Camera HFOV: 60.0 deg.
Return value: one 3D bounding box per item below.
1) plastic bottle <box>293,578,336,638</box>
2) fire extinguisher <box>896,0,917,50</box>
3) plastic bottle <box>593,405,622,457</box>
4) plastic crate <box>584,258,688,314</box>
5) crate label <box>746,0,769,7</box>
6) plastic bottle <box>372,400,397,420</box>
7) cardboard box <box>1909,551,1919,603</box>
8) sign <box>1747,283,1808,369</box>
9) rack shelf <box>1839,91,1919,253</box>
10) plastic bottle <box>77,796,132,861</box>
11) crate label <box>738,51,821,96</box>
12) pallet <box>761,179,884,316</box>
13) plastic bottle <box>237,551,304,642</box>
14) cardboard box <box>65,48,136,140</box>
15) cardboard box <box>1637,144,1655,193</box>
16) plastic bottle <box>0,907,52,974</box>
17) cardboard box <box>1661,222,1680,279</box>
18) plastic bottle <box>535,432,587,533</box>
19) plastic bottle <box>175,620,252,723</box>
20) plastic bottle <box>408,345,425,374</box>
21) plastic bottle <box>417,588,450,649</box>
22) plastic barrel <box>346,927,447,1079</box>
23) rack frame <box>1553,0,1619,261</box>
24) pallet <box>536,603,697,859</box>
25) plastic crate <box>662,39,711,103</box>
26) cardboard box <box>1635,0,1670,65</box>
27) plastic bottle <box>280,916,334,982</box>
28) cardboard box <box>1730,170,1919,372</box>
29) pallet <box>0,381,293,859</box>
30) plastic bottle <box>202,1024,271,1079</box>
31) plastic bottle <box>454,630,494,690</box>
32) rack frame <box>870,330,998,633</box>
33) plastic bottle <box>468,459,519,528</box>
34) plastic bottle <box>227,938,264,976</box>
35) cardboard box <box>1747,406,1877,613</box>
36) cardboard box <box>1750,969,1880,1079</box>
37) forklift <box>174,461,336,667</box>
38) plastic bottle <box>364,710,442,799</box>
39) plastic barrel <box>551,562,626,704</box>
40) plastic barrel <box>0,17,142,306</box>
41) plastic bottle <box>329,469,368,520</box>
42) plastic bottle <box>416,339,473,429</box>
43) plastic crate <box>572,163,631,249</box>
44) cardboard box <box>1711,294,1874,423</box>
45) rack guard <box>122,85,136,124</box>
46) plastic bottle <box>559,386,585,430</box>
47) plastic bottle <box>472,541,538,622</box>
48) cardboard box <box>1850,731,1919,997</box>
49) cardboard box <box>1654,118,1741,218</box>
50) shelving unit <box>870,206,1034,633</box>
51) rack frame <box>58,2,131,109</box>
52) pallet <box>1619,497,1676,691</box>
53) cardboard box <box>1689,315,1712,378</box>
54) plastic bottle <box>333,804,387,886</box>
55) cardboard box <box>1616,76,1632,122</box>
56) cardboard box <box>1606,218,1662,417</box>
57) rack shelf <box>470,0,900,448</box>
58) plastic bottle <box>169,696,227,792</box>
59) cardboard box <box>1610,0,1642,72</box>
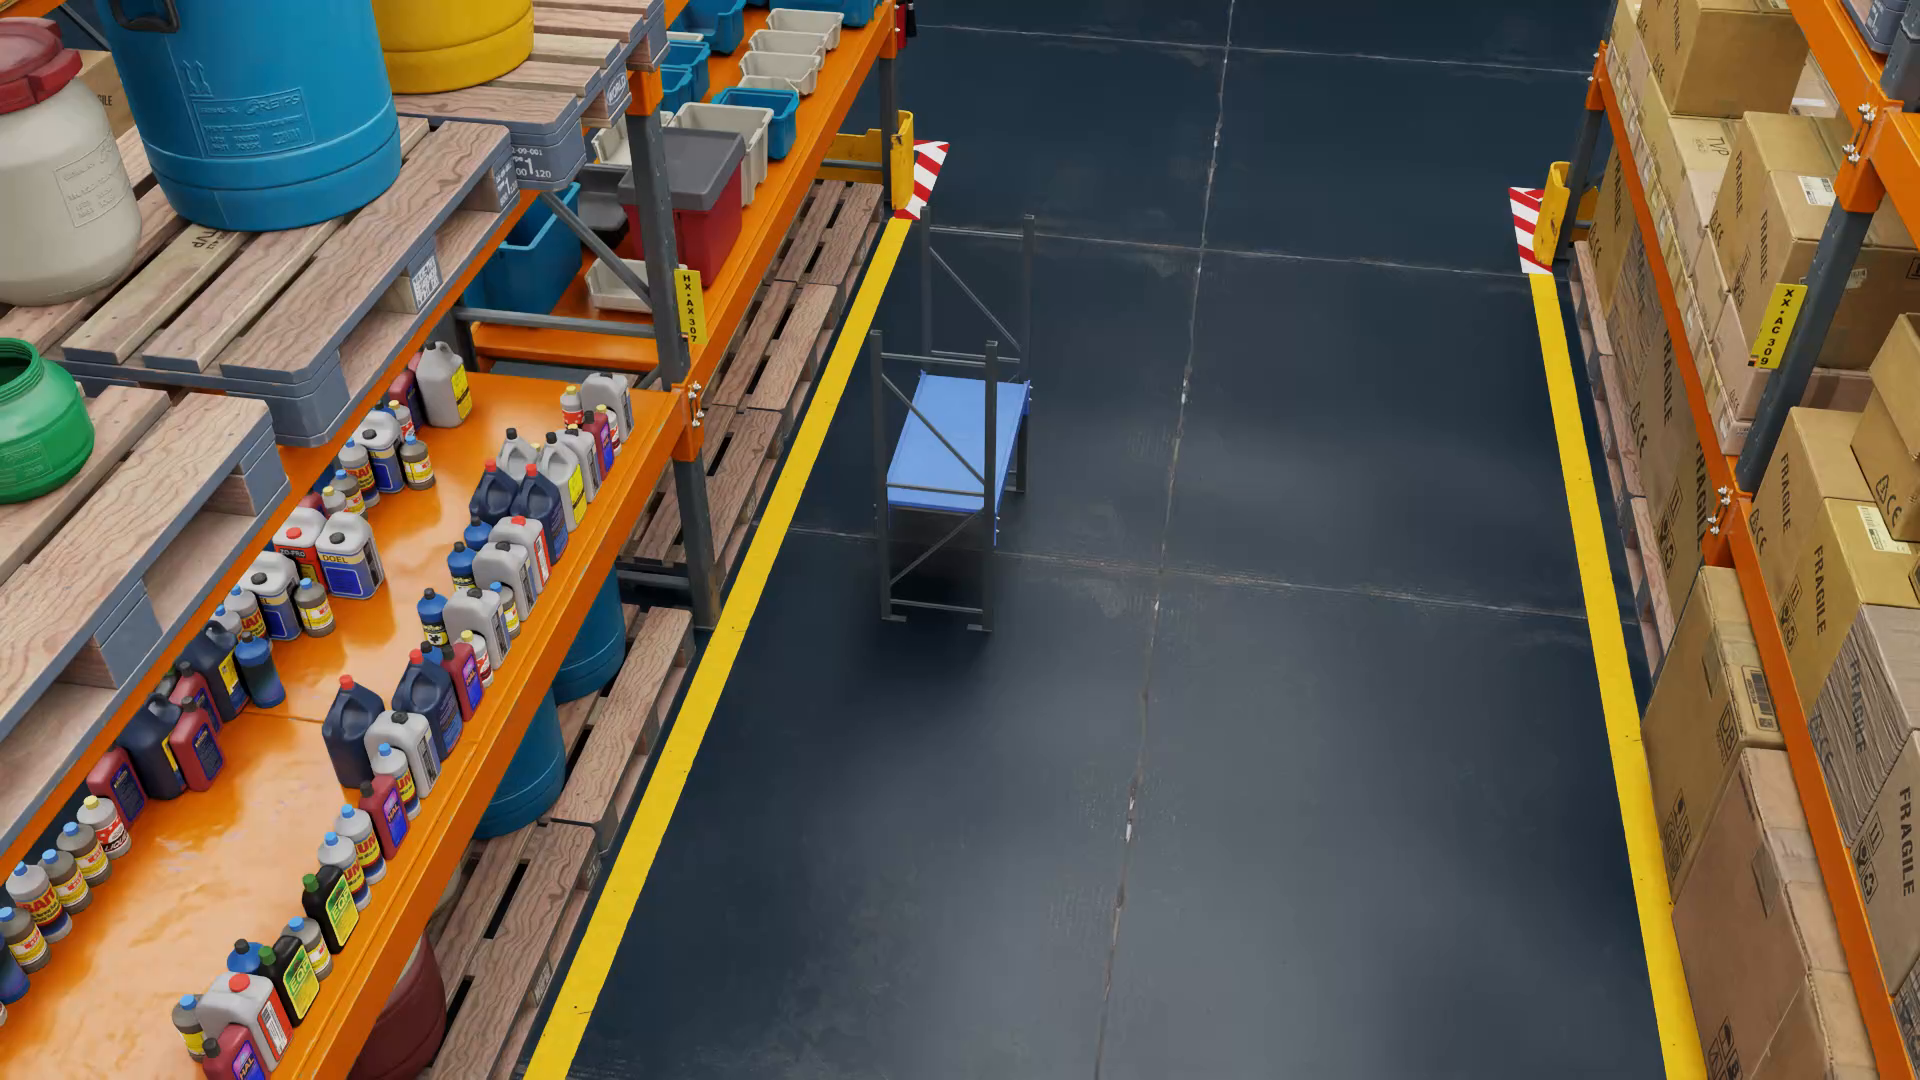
[{"bbox_3d":[-2.098,0.211,5.394,0.097,0.201,0.097,0,40,0],"label":"plastic bottle"},{"bbox_3d":[-0.403,-3.225,9.746,0.296,0.674,0.183,6,40,8],"label":"fire extinguisher"},{"bbox_3d":[-1.311,-0.408,6.142,0.097,0.201,0.097,0,40,0],"label":"plastic bottle"},{"bbox_3d":[-1.347,-1.041,6.912,0.396,0.136,0.243,6,40,8],"label":"plastic crate"},{"bbox_3d":[-1.243,-3.193,9.440,0.416,0.233,0.303,6,40,8],"label":"crate label"},{"bbox_3d":[-2.094,-0.391,6.067,0.097,0.271,0.097,0,40,0],"label":"plastic bottle"},{"bbox_3d":[3.077,0.109,4.495,0.797,0.503,0.637,7,40,8],"label":"cardboard box"},{"bbox_3d":[2.763,-0.721,5.624,0.100,0.325,0.005,6,40,8],"label":"sign"},{"bbox_3d":[2.964,0.079,3.607,1.077,0.370,4.000,6,40,8],"label":"rack shelf"},{"bbox_3d":[-2.415,0.800,4.681,0.097,0.201,0.097,0,40,0],"label":"plastic bottle"},{"bbox_3d":[-0.928,-2.385,8.538,0.396,0.136,0.243,6,40,8],"label":"crate label"},{"bbox_3d":[-1.057,-1.766,9.817,1.003,0.211,1.213,6,40,8],"label":"pallet"},{"bbox_3d":[-2.224,0.180,5.373,0.152,0.276,0.135,6,40,8],"label":"plastic bottle"},{"bbox_3d":[-5.606,-2.740,10.423,0.500,0.500,0.500,6,40,8],"label":"cardboard box"},{"bbox_3d":[3.395,-1.717,7.767,0.380,0.149,0.250,6,40,7],"label":"cardboard box"},{"bbox_3d":[-2.482,1.044,4.386,0.097,0.201,0.097,0,40,0],"label":"plastic bottle"},{"bbox_3d":[3.262,-1.234,7.183,0.380,0.149,0.250,6,40,7],"label":"cardboard box"},{"bbox_3d":[-1.405,-0.211,5.787,0.144,0.351,0.185,6,40,8],"label":"plastic bottle"},{"bbox_3d":[-2.289,0.373,5.080,0.144,0.351,0.185,6,40,8],"label":"plastic bottle"},{"bbox_3d":[-2.052,-0.615,6.328,0.061,0.283,0.133,6,40,8],"label":"plastic bottle"},{"bbox_3d":[-1.658,0.263,5.276,0.097,0.271,0.097,0,40,0],"label":"plastic bottle"},{"bbox_3d":[-1.997,1.417,5.342,0.600,0.588,0.708,6,40,8],"label":"plastic barrel"},{"bbox_3d":[4.002,-2.807,8.888,1.000,3.000,0.127,6,40,8],"label":"rack frame"},{"bbox_3d":[-1.743,0.711,6.821,1.003,0.211,1.213,6,40,8],"label":"pallet"},{"bbox_3d":[-1.471,-2.367,8.440,0.416,0.233,0.300,6,40,8],"label":"plastic crate"},{"bbox_3d":[3.567,-2.568,7.895,0.500,0.500,0.500,5,40,7],"label":"cardboard box"},{"bbox_3d":[-1.717,1.064,4.362,0.097,0.201,0.097,0,40,0],"label":"plastic bottle"},{"bbox_3d":[3.126,-0.961,5.951,0.500,0.500,0.500,7,40,9],"label":"cardboard box"},{"bbox_3d":[-2.032,0.115,3.148,1.003,0.211,1.213,6,40,8],"label":"pallet"},{"bbox_3d":[-1.766,1.275,4.042,0.061,0.283,0.133,6,40,8],"label":"plastic bottle"},{"bbox_3d":[-1.525,0.368,5.204,0.097,0.201,0.097,0,40,0],"label":"plastic bottle"},{"bbox_3d":[-0.103,-0.205,6.918,0.500,1.500,0.032,6,40,8],"label":"rack frame"},{"bbox_3d":[-1.579,-0.111,5.666,0.144,0.351,0.185,6,40,8],"label":"plastic bottle"},{"bbox_3d":[-1.800,1.114,4.246,0.097,0.271,0.097,0,40,0],"label":"plastic bottle"},{"bbox_3d":[2.984,-0.074,5.504,0.500,0.500,0.500,7,40,8],"label":"cardboard box"},{"bbox_3d":[2.919,1.881,4.556,1.225,0.875,0.875,7,40,8],"label":"cardboard box"},{"bbox_3d":[-4.086,-0.504,6.156,1.130,2.935,3.031,26,46,28],"label":"forklift"},{"bbox_3d":[-1.627,0.609,4.854,0.152,0.276,0.135,6,40,8],"label":"plastic bottle"},{"bbox_3d":[-1.679,0.143,6.637,0.600,0.901,0.708,6,40,8],"label":"plastic barrel"},{"bbox_3d":[-2.102,-0.832,3.709,0.433,0.535,0.433,0,40,0],"label":"plastic barrel"},{"bbox_3d":[-2.151,-0.158,5.839,0.097,0.201,0.097,0,40,0],"label":"plastic bottle"},{"bbox_3d":[-1.956,-0.614,6.274,0.144,0.351,0.185,6,40,8],"label":"plastic bottle"},{"bbox_3d":[-1.639,-1.492,7.467,0.437,0.125,0.590,6,40,8],"label":"plastic crate"},{"bbox_3d":[3.128,-0.660,6.175,0.500,0.250,0.500,6,40,7],"label":"cardboard box"},{"bbox_3d":[-5.767,-2.891,10.951,1.175,0.500,0.348,6,40,8],"label":"rack guard"},{"bbox_3d":[-1.444,-0.486,6.236,0.097,0.201,0.097,0,40,0],"label":"plastic bottle"},{"bbox_3d":[-1.492,0.118,5.448,0.152,0.276,0.135,6,40,8],"label":"plastic bottle"},{"bbox_3d":[2.727,0.880,4.350,0.500,0.500,0.500,7,40,9],"label":"cardboard box"},{"bbox_3d":[3.394,-1.623,7.340,0.500,0.250,0.500,6,40,7],"label":"cardboard box"},{"bbox_3d":[-0.015,-0.524,7.304,0.538,1.500,1.048,6,40,8],"label":"shelving unit"},{"bbox_3d":[-5.754,-3.902,10.212,1.000,3.000,0.127,6,40,8],"label":"rack frame"},{"bbox_3d":[3.518,0.309,7.307,1.003,0.211,1.213,6,40,8],"label":"pallet"},{"bbox_3d":[3.129,-0.750,6.598,0.380,0.149,0.250,6,40,7],"label":"cardboard box"},{"bbox_3d":[-1.660,0.831,4.589,0.097,0.271,0.097,0,40,0],"label":"plastic bottle"},{"bbox_3d":[3.529,-2.202,8.354,0.380,0.149,0.250,6,40,7],"label":"cardboard box"},{"bbox_3d":[3.813,-1.169,8.244,0.875,0.875,0.875,6,40,8],"label":"cardboard box"},{"bbox_3d":[-1.222,-1.821,8.260,1.077,0.370,4.000,6,40,8],"label":"rack shelf"},{"bbox_3d":[-2.239,0.594,4.866,0.061,0.283,0.133,6,40,8],"label":"plastic bottle"},{"bbox_3d":[3.653,-2.593,8.513,0.500,0.250,0.500,5,40,6],"label":"cardboard box"}]
